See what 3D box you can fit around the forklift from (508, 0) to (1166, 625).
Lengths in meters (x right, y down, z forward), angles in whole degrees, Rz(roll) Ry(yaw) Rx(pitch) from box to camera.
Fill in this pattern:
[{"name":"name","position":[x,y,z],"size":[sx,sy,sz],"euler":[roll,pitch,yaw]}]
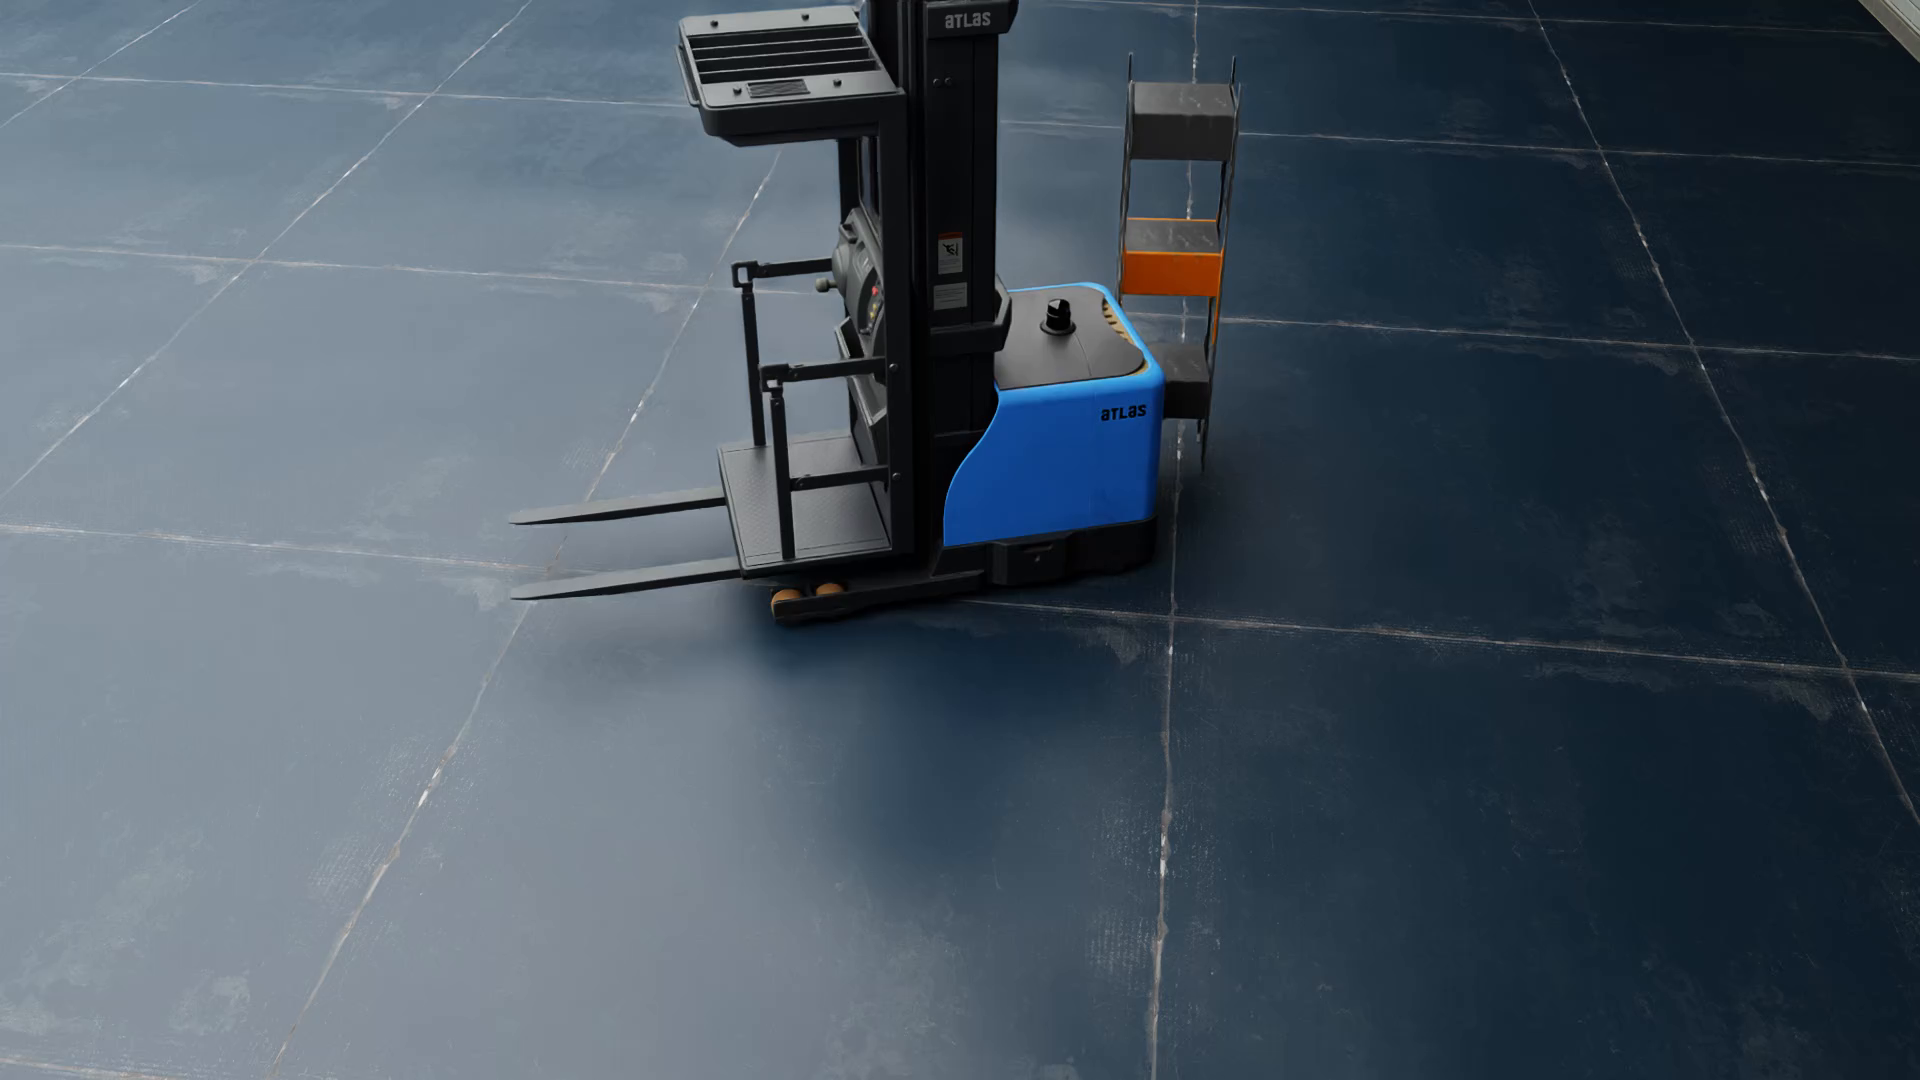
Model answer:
[{"name":"forklift","position":[-0.630,-1.137,7.320],"size":[3.031,2.935,1.130],"euler":[-8,36,-11]}]

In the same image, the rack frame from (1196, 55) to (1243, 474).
[{"name":"rack frame","position":[1.284,-1.315,8.286],"size":[0.015,2.100,0.400],"euler":[2,36,3]}]

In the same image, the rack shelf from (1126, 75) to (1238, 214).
[{"name":"rack shelf","position":[1.040,-1.882,7.898],"size":[0.480,0.518,0.431],"euler":[2,36,3]}]

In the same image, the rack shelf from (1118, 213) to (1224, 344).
[{"name":"rack shelf","position":[1.040,-1.312,8.305],"size":[0.480,0.518,0.431],"euler":[2,36,3]}]

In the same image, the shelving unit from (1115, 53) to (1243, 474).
[{"name":"shelving unit","position":[1.040,-1.324,8.297],"size":[0.503,2.100,0.431],"euler":[2,36,3]}]

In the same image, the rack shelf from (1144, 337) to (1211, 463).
[{"name":"rack shelf","position":[1.040,-0.743,8.712],"size":[0.480,0.518,0.431],"euler":[2,36,3]}]

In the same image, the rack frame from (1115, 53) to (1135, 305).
[{"name":"rack frame","position":[0.797,-1.332,8.308],"size":[0.015,2.100,0.400],"euler":[2,36,3]}]
